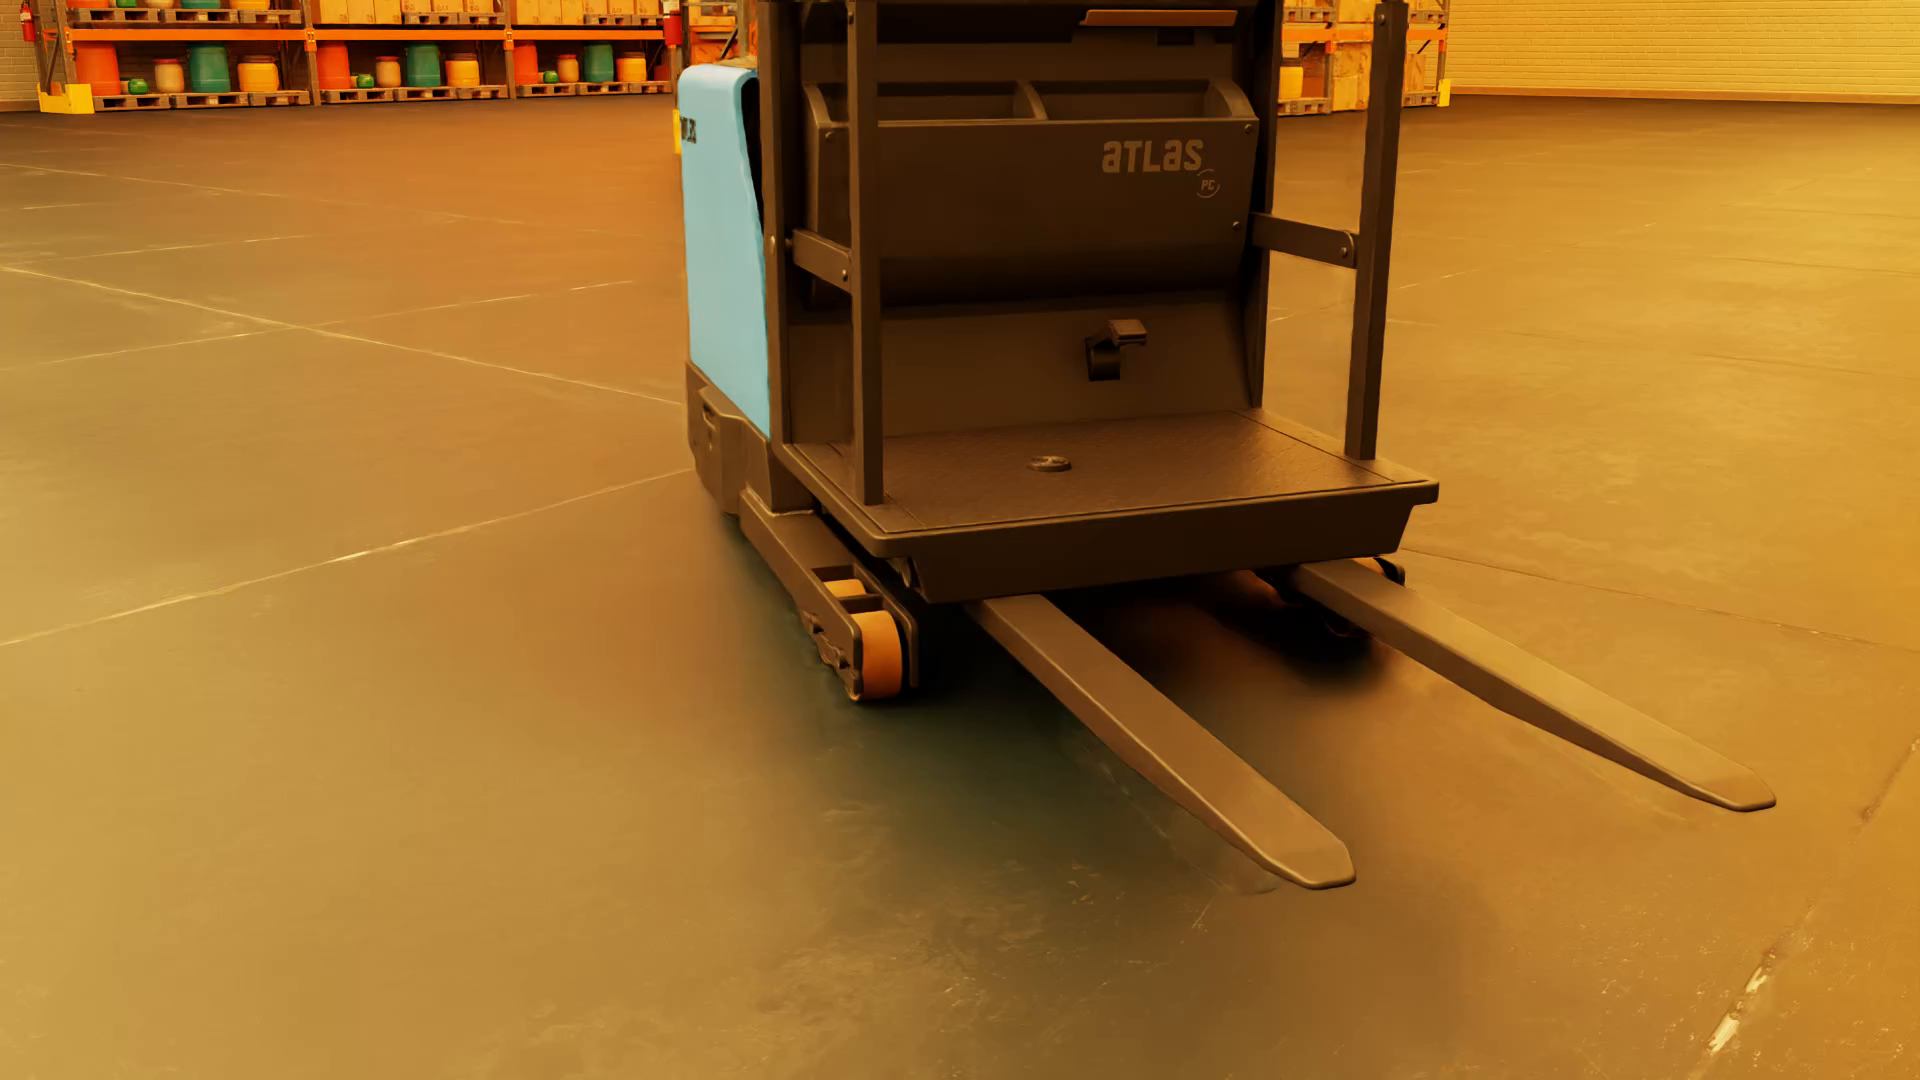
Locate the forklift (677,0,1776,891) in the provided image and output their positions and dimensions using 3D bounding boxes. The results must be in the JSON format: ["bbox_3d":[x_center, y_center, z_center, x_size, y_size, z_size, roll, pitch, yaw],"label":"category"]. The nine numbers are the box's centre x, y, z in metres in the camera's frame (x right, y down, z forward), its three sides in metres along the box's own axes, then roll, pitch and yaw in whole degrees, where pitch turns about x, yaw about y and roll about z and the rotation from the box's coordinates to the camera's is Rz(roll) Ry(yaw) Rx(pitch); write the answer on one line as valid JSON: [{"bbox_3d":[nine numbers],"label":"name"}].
[{"bbox_3d":[0.221,-1.244,2.994,1.130,2.935,3.031,-6,18,-18],"label":"forklift"}]
